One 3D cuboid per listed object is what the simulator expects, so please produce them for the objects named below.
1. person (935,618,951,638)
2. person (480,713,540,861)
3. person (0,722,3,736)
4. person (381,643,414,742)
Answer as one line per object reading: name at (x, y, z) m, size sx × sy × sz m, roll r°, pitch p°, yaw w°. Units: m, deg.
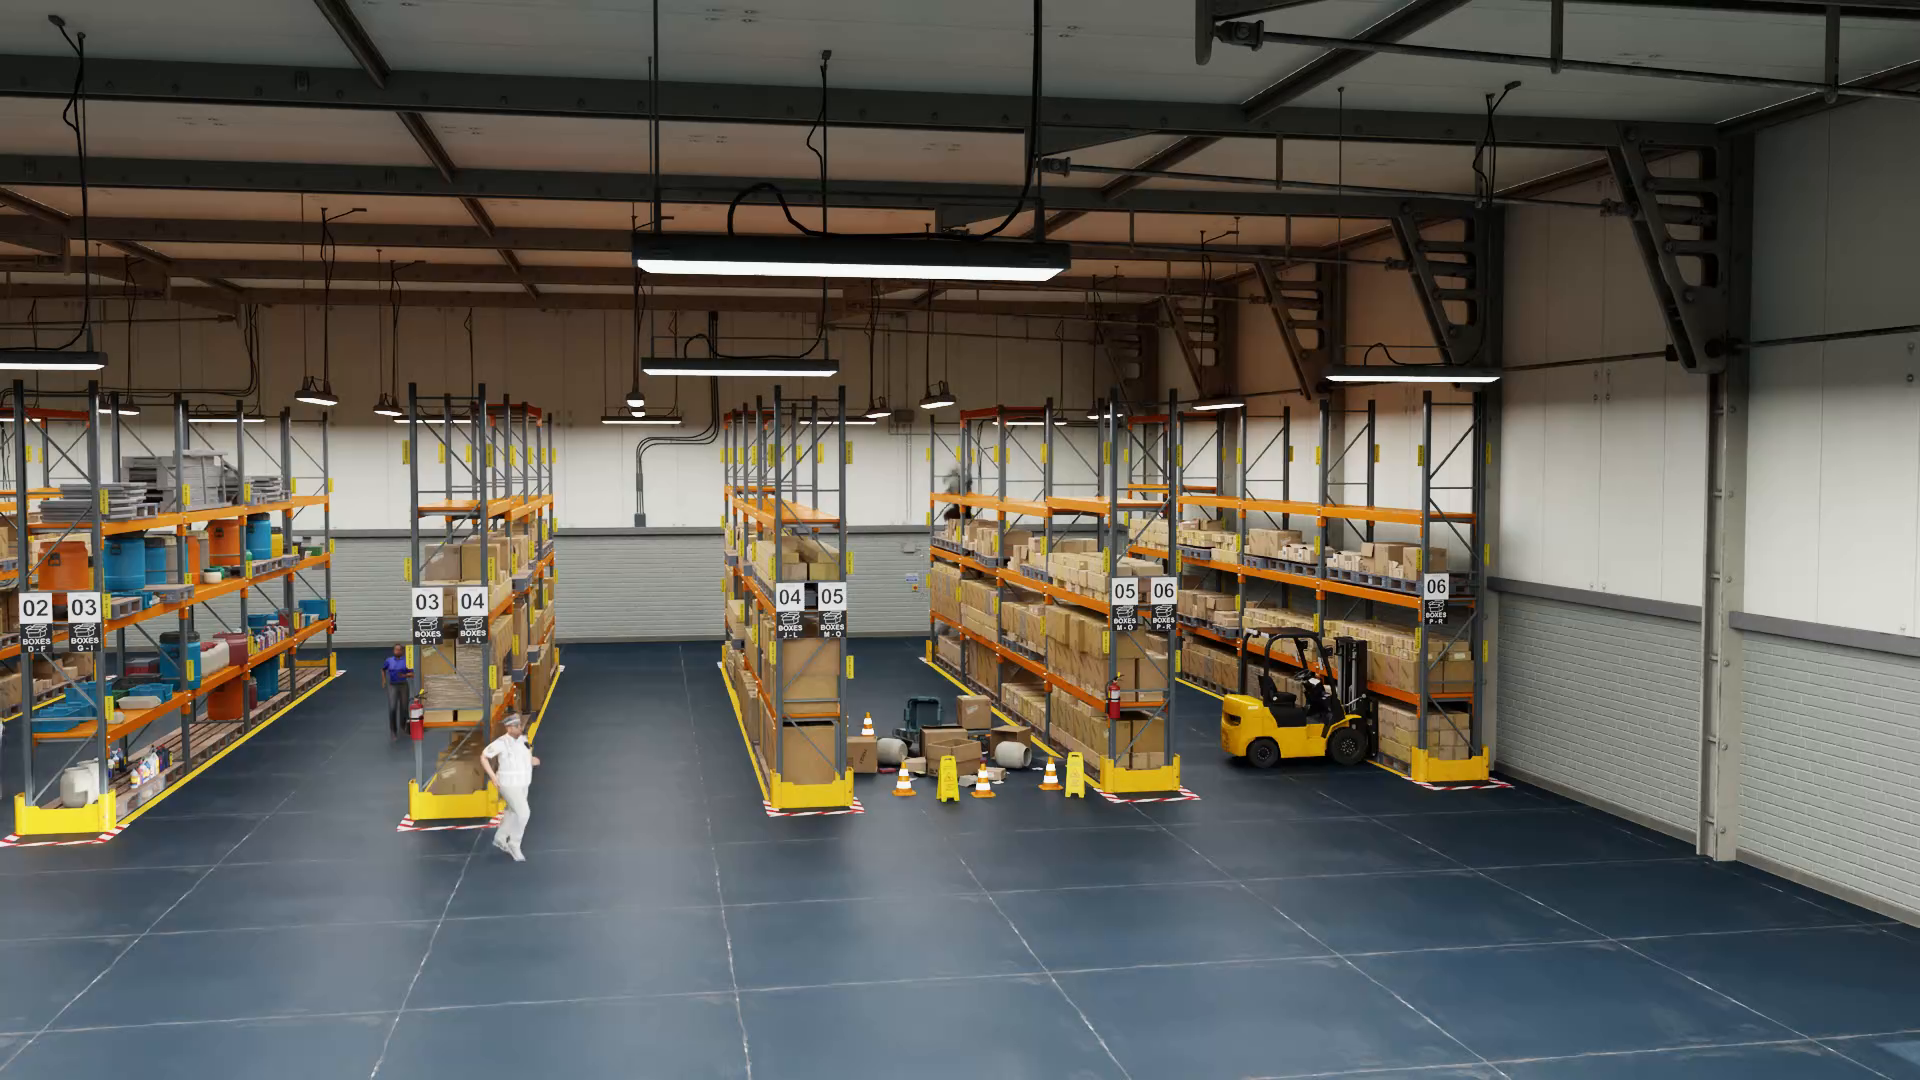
person at (-0.408, 2.033, 41.805) m, size 0.538 × 1.710 × 0.746 m, roll 0°, pitch 3°, yaw 0°
person at (-5.551, 3.080, 20.720) m, size 0.762 × 1.842 × 0.631 m, roll 1°, pitch 3°, yaw 21°
person at (-13.722, 3.001, 23.211) m, size 0.562 × 1.714 × 0.737 m, roll -1°, pitch 3°, yaw -15°
person at (-9.940, 2.736, 29.421) m, size 0.545 × 1.622 × 0.752 m, roll -1°, pitch 3°, yaw -21°
